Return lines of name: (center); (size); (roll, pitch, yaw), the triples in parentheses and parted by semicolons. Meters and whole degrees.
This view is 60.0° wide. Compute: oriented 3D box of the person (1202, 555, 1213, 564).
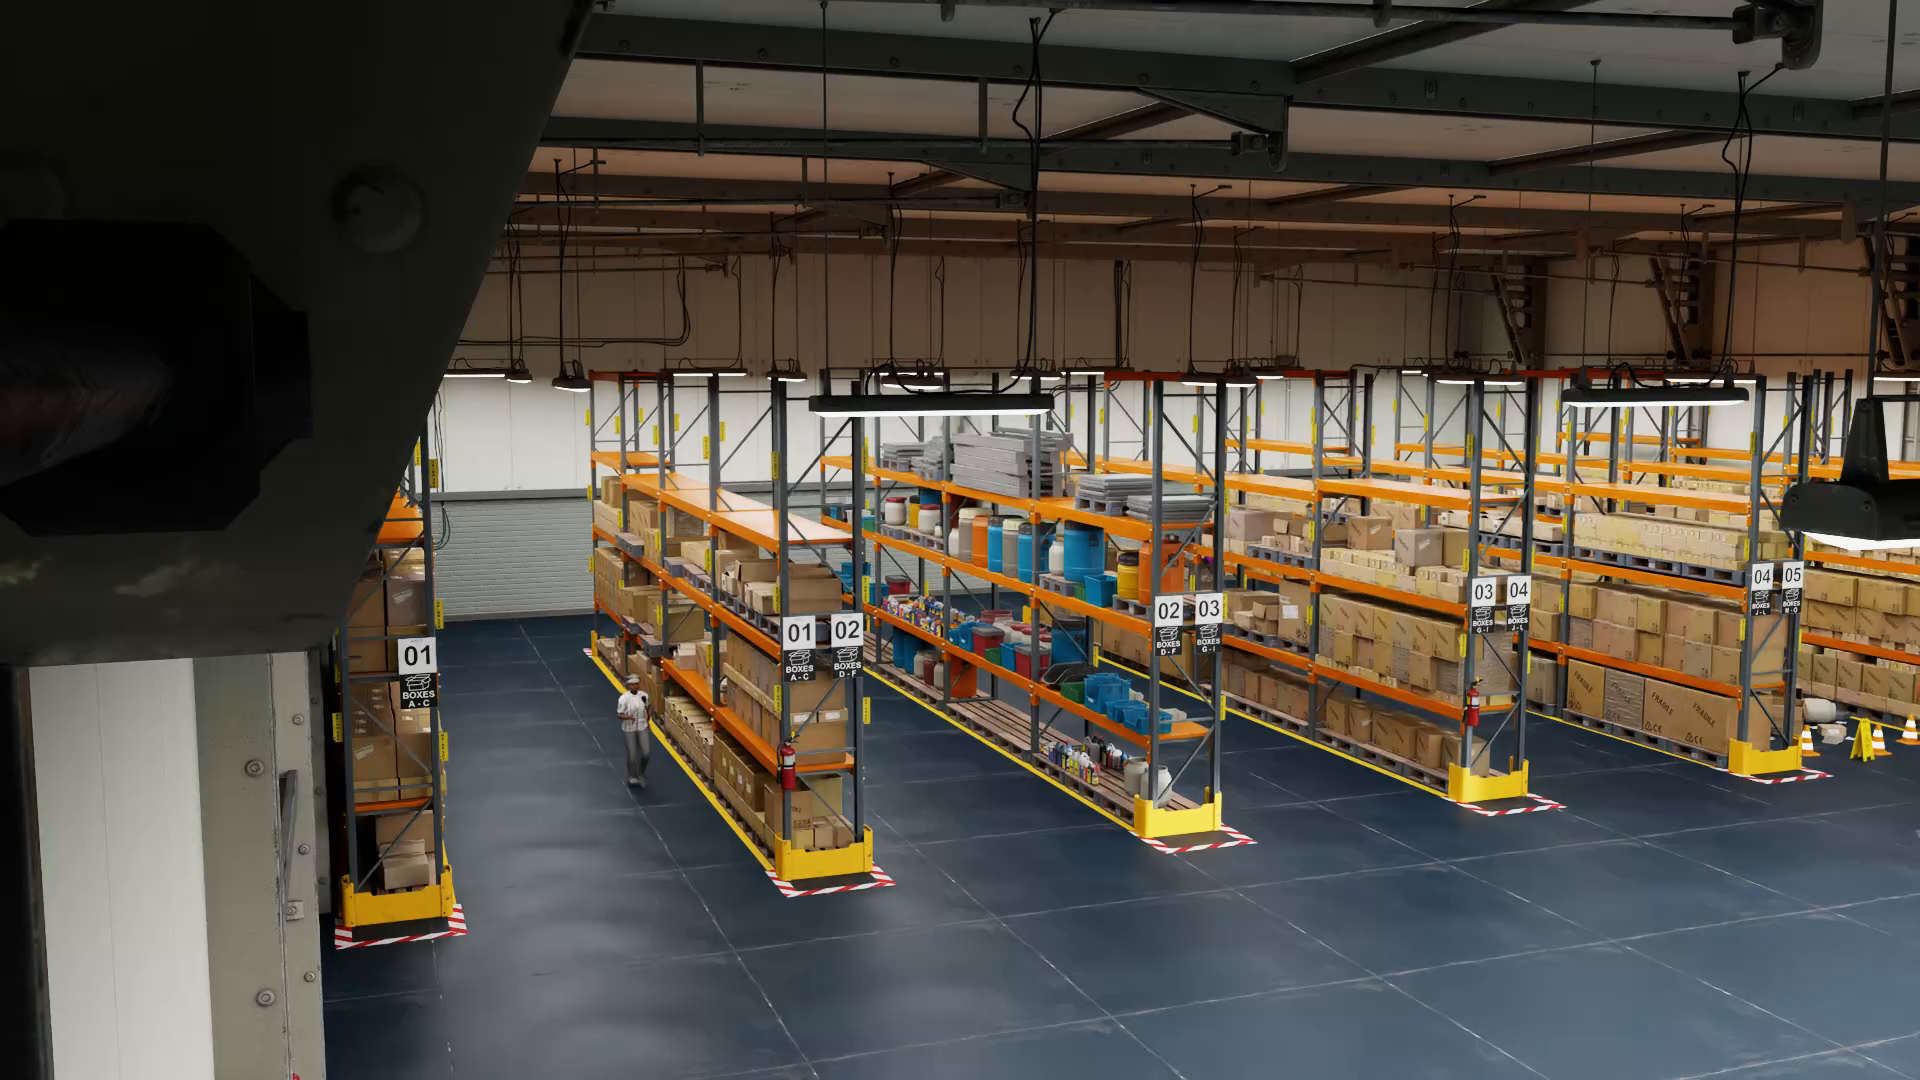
person: (5.896, 0.871, 41.294); (0.790, 1.702, 0.970); (-3, 7, -23)

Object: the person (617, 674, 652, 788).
person: (-4.716, 2.797, 24.282); (0.561, 1.693, 0.638); (-3, 7, -23)

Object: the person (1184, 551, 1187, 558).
person: (5.255, 1.043, 39.784); (0.725, 1.722, 0.603); (1, 7, 11)
